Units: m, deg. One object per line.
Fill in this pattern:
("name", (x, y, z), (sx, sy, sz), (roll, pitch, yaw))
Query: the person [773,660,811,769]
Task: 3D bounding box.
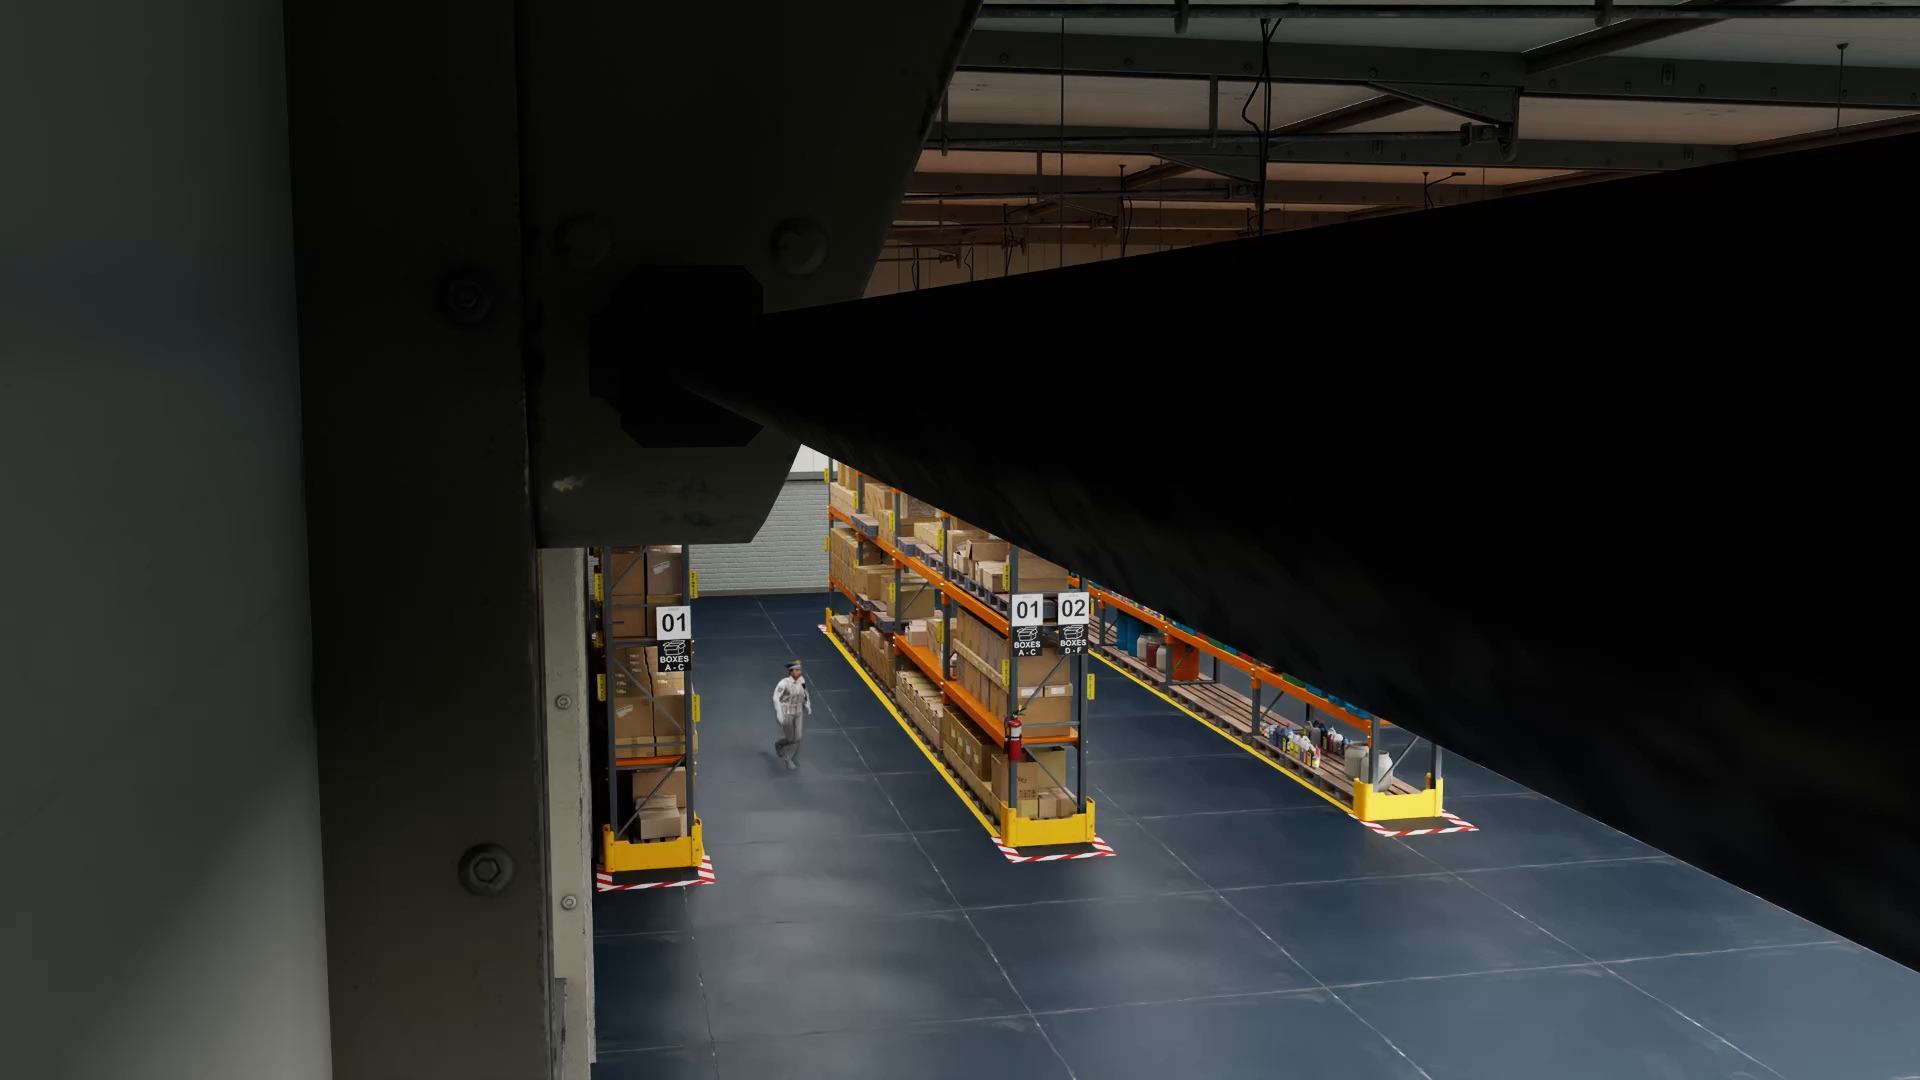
("person", (-2.553, 2.583, 24.917), (0.632, 1.645, 0.660), (-6, 9, -39))
